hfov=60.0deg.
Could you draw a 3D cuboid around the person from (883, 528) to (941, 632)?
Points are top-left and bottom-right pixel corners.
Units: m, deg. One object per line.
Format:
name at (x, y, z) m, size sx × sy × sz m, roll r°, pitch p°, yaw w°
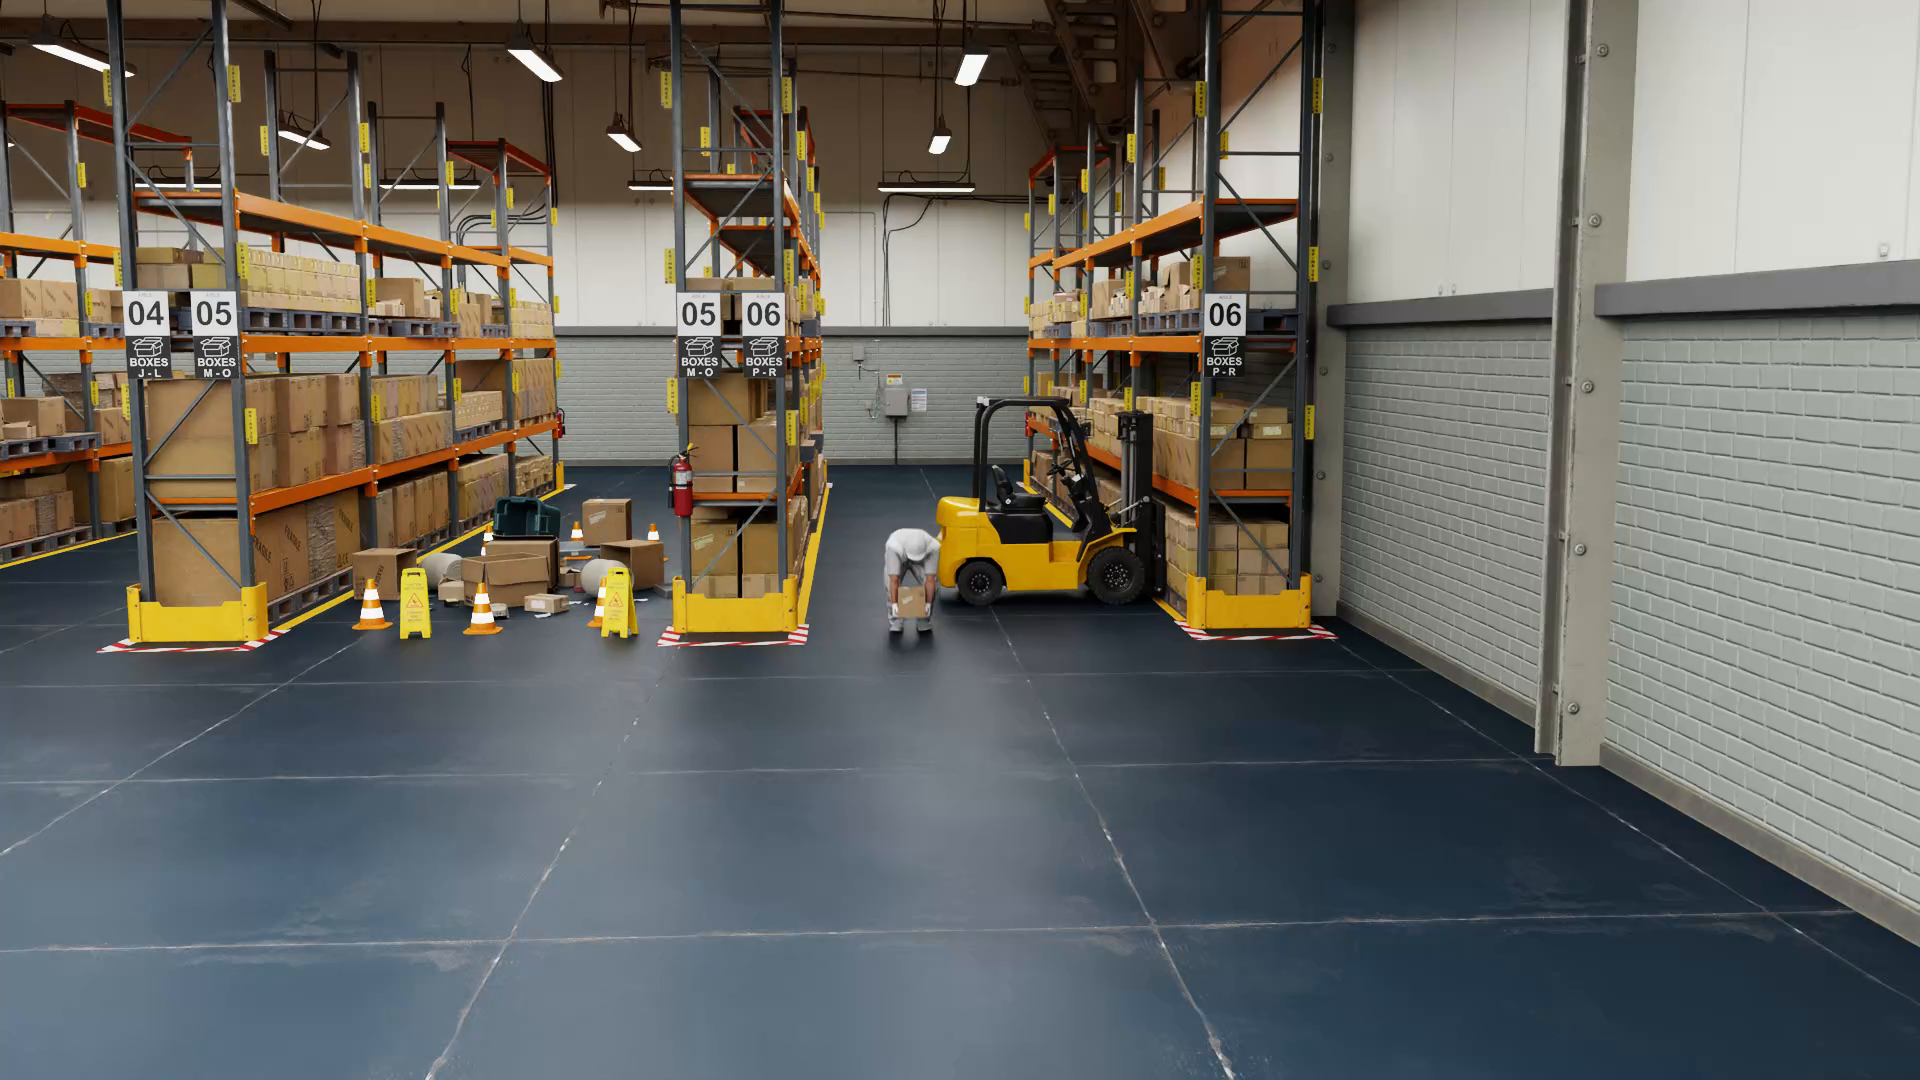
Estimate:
person at (-0.455, 0.381, 15.738) m, size 0.533 × 1.007 × 0.964 m, roll -1°, pitch 7°, yaw -6°
